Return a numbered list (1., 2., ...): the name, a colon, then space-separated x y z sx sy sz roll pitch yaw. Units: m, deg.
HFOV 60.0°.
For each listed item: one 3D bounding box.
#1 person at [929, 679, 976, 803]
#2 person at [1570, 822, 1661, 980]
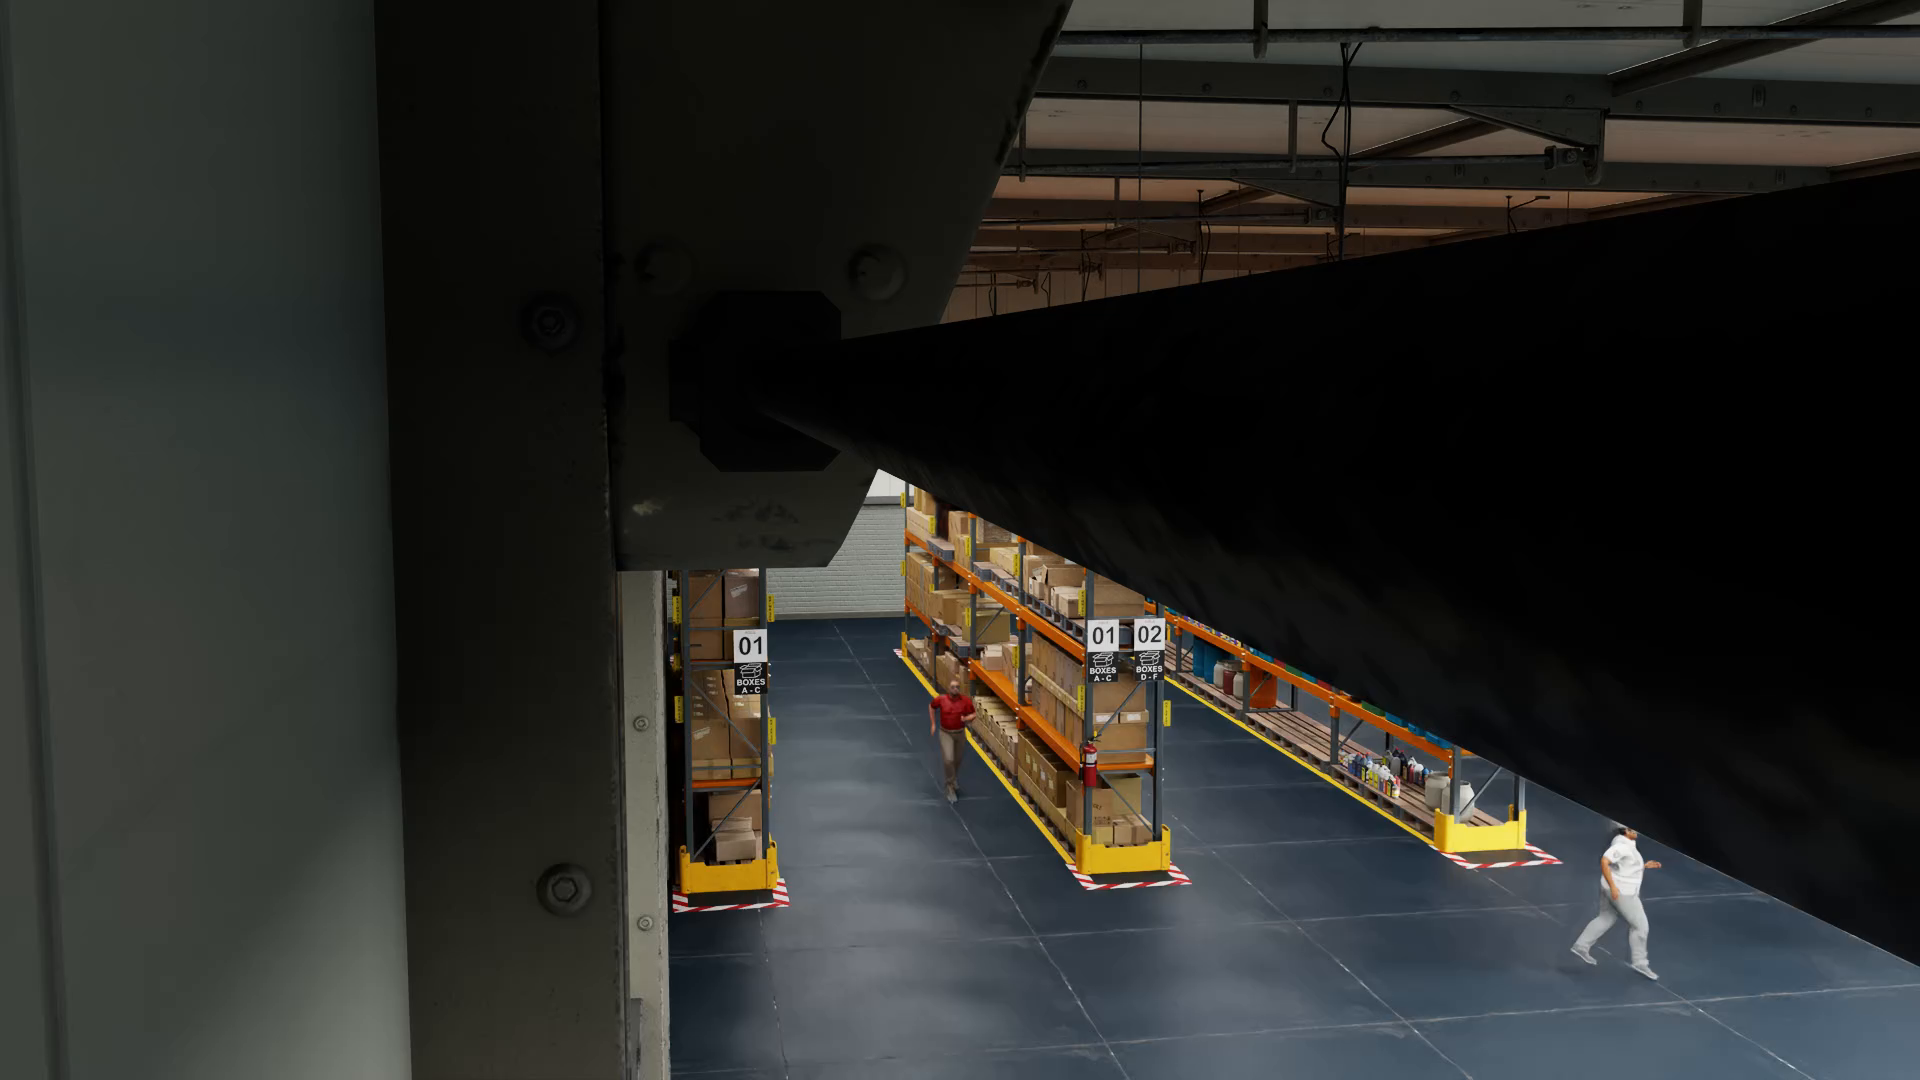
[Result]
1. person: -0.101 2.925 24.567 0.634 1.790 0.892 -2 6 -14
2. person: 6.866 3.699 17.338 0.820 1.711 0.580 1 6 10
